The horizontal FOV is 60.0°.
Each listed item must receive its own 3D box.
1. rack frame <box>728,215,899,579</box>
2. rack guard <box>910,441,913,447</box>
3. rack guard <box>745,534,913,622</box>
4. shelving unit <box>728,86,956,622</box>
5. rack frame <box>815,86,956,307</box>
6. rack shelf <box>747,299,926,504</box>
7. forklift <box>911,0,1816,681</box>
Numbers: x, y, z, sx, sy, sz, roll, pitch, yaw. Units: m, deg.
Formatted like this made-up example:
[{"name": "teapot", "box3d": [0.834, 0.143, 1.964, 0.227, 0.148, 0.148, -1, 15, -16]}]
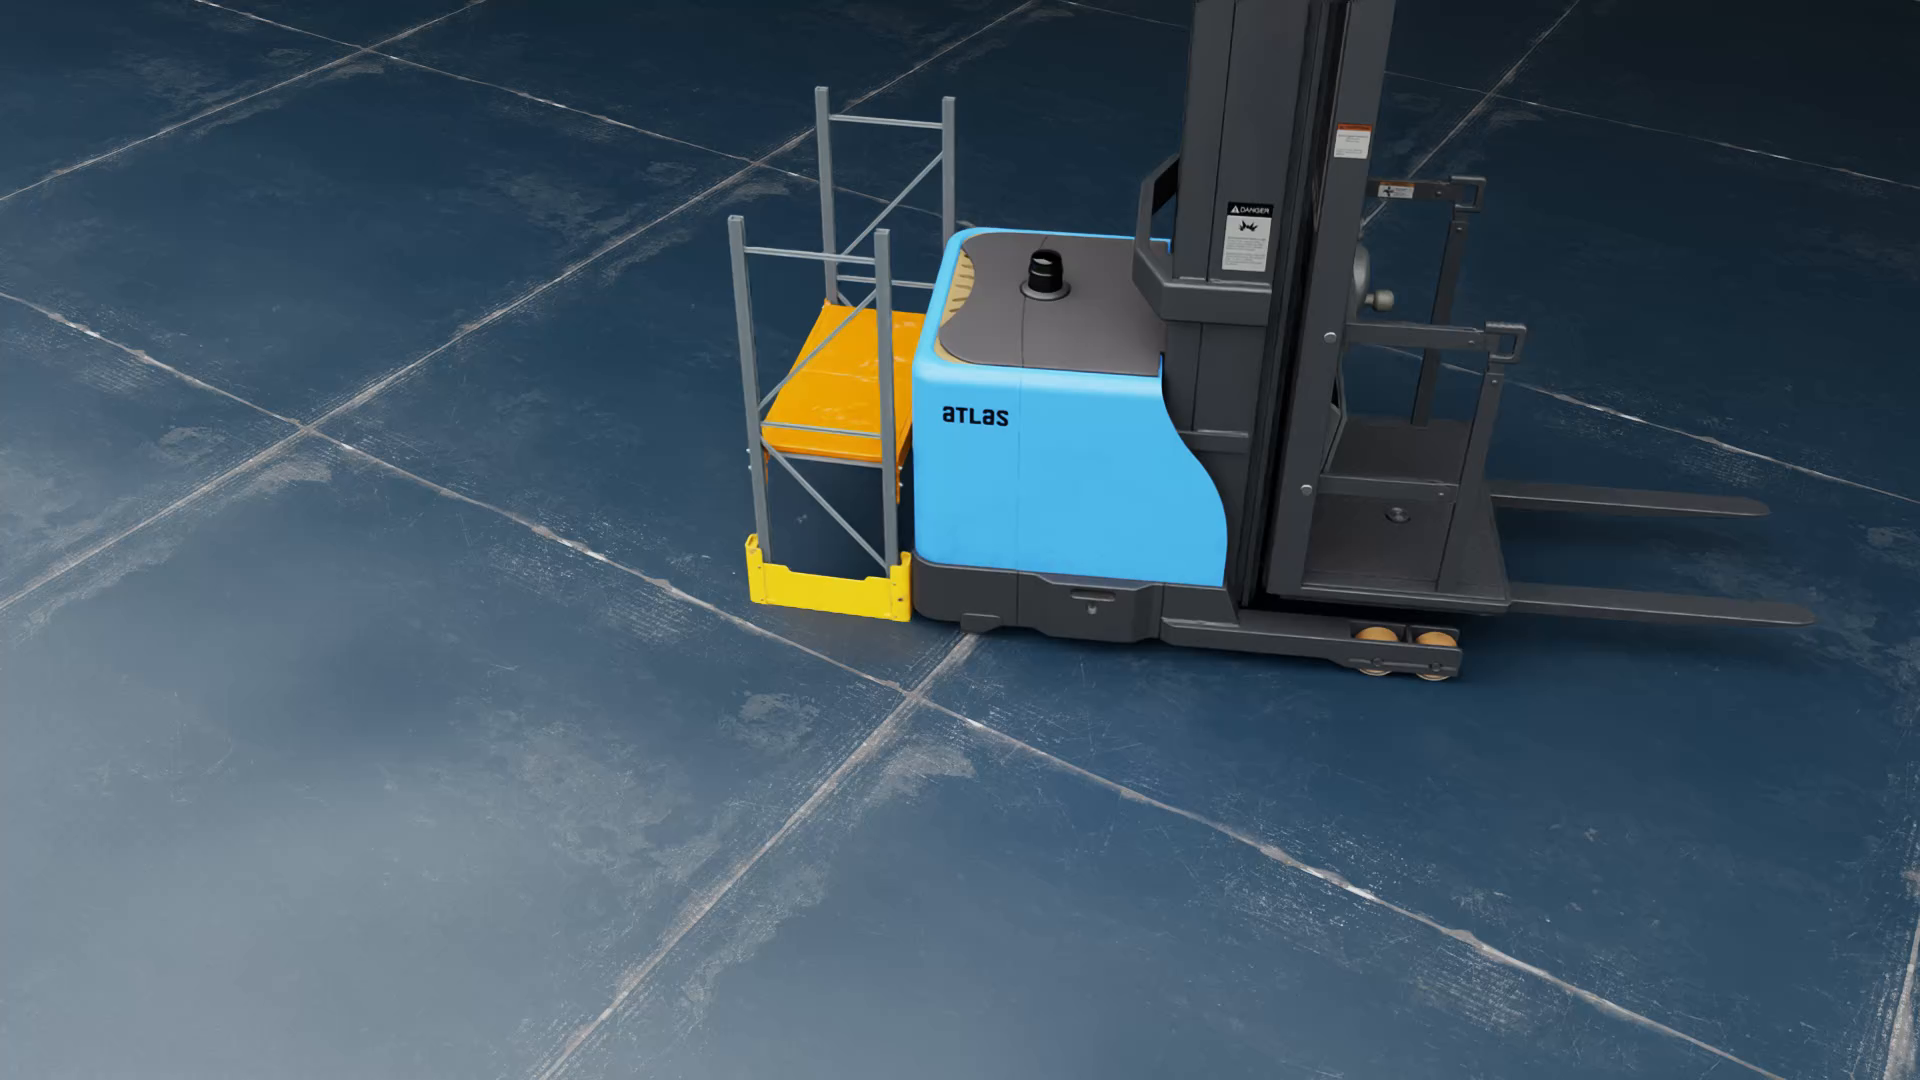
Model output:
[{"name": "rack frame", "box3d": [-0.459, -0.361, 5.490, 0.500, 1.500, 0.032, 7, 38, 9]}, {"name": "rack guard", "box3d": [-0.267, -0.464, 6.647, 0.587, 0.250, 0.087, 7, 38, 9]}, {"name": "rack guard", "box3d": [-0.459, 0.133, 5.873, 0.587, 0.250, 0.087, 7, 38, 9]}, {"name": "shelving unit", "box3d": [-0.363, -0.660, 5.878, 0.587, 1.500, 1.083, 7, 38, 9]}, {"name": "rack frame", "box3d": [-0.263, -0.970, 6.280, 0.500, 1.500, 0.032, 7, 38, 9]}, {"name": "rack shelf", "box3d": [-0.361, -0.523, 5.995, 0.538, 0.185, 1.000, 7, 38, 9]}, {"name": "forklift", "box3d": [1.390, -1.032, 5.188, 3.031, 2.935, 1.130, 5, 38, 6]}]
